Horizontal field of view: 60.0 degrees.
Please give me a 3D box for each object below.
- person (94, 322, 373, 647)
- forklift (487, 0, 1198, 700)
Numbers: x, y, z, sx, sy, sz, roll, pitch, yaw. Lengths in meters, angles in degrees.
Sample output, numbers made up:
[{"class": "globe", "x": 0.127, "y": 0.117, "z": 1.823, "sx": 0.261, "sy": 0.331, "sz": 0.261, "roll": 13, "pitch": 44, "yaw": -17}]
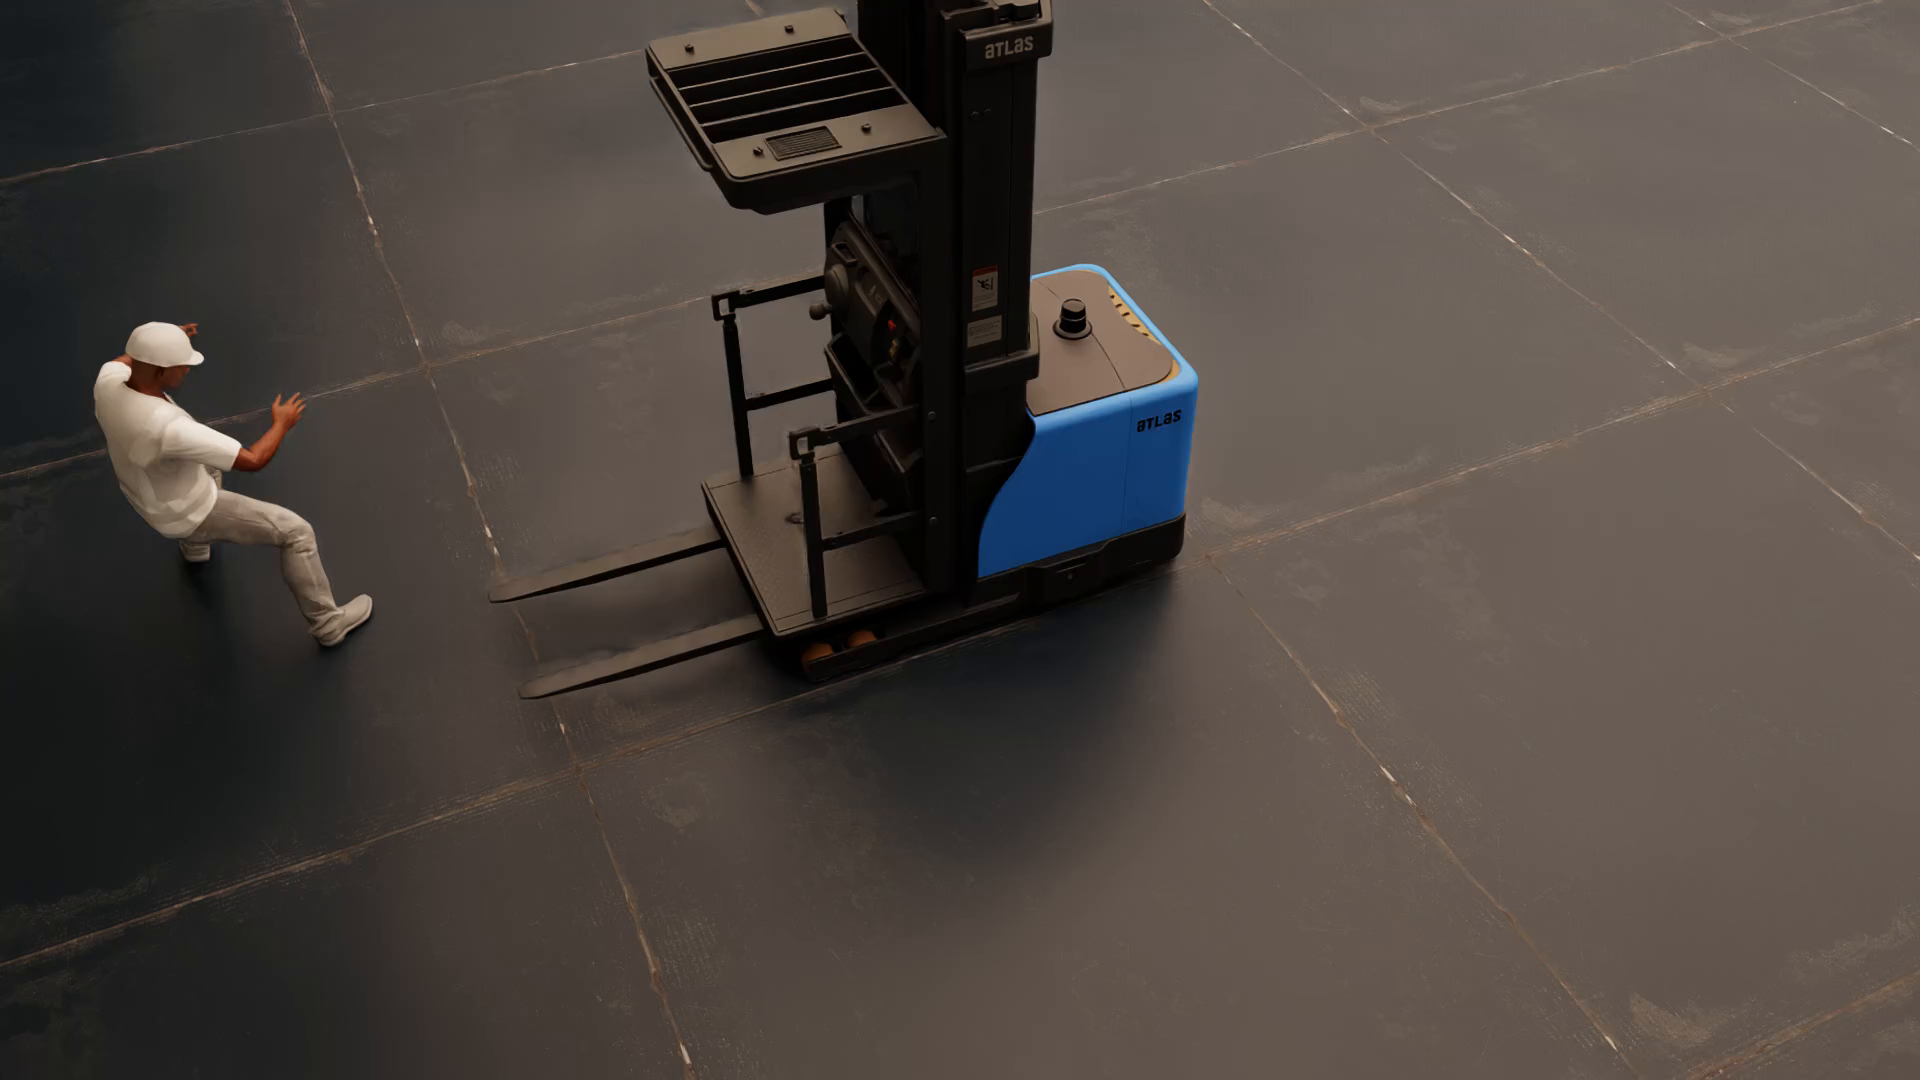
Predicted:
[{"class": "person", "x": -3.165, "y": -0.332, "z": 7.066, "sx": 1.099, "sy": 1.531, "sz": 0.744, "roll": 33, "pitch": 52, "yaw": 30}, {"class": "forklift", "x": -0.540, "y": -0.876, "z": 6.619, "sx": 3.031, "sy": 2.935, "sz": 1.130, "roll": -16, "pitch": 45, "yaw": -17}]
